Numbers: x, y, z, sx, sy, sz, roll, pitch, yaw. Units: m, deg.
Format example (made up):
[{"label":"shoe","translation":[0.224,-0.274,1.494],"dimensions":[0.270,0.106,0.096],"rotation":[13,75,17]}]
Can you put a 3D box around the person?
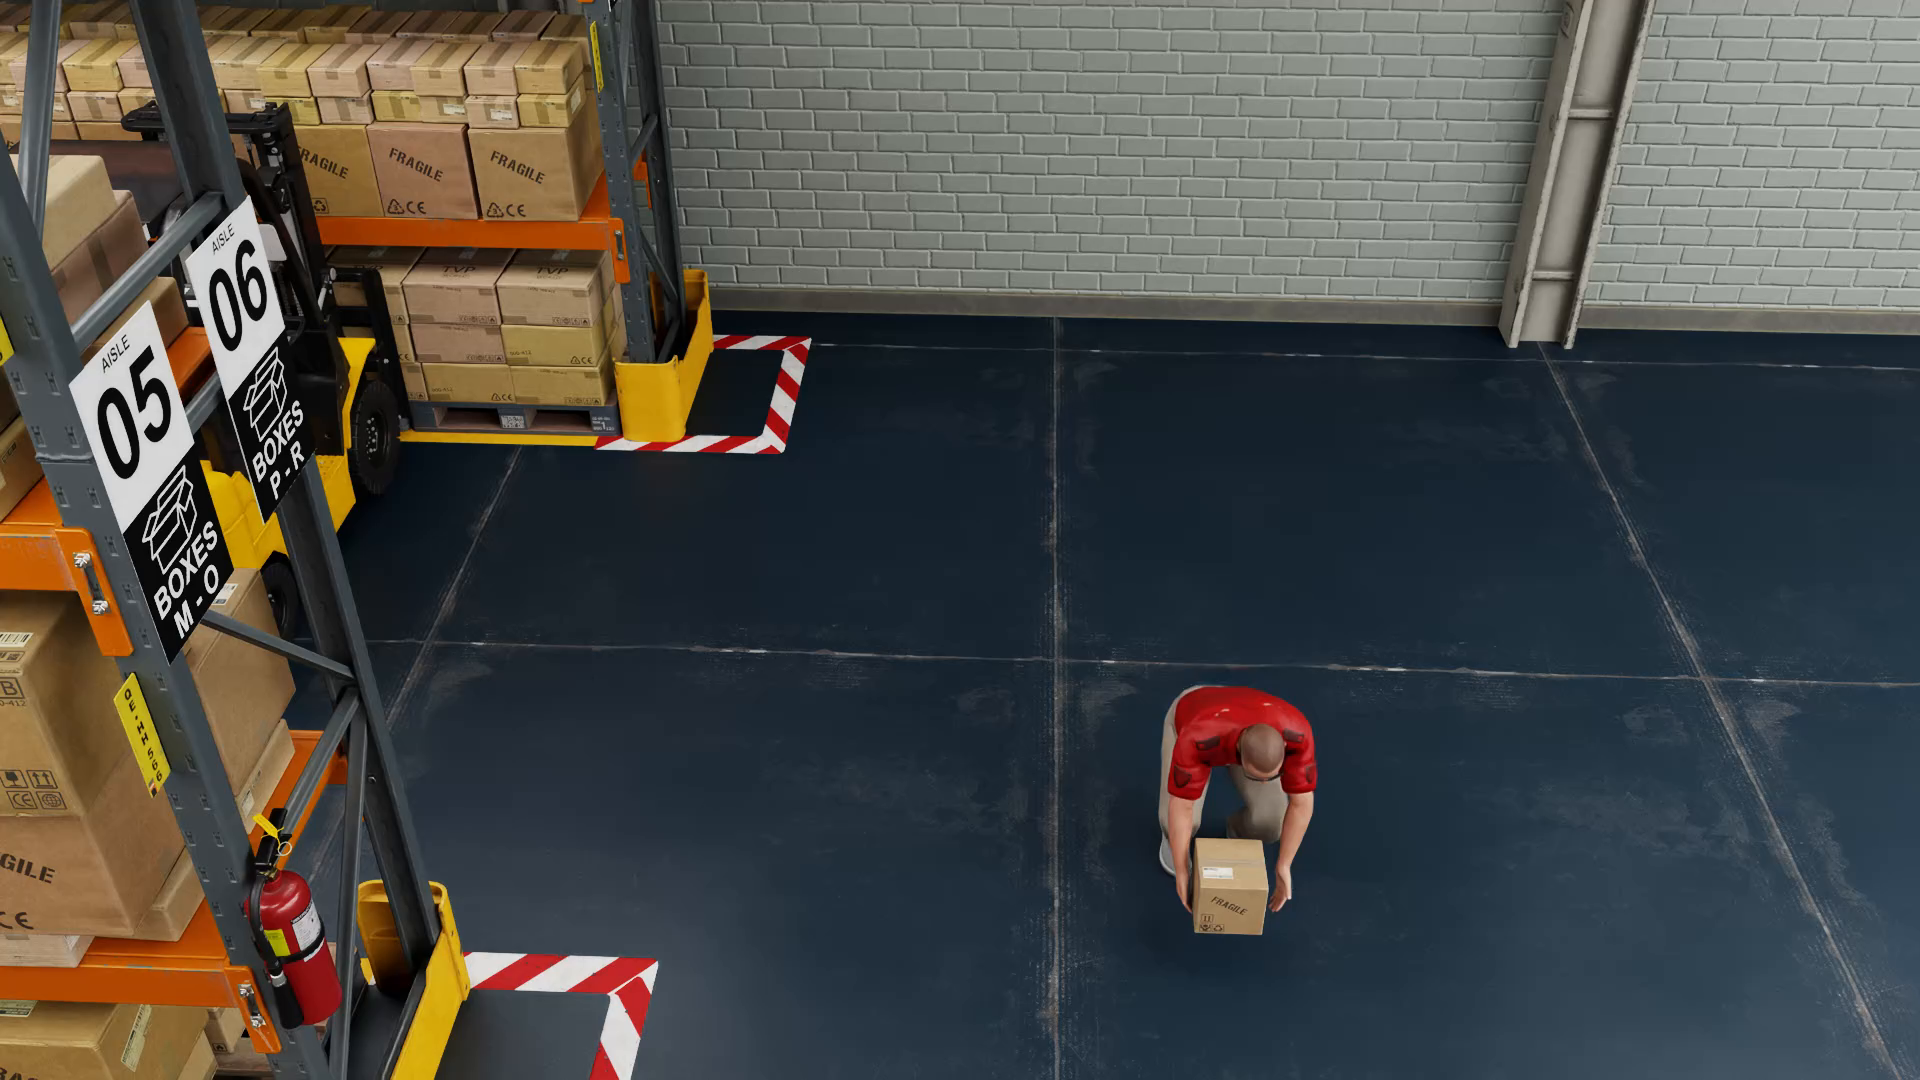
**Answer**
[{"label":"person","translation":[1.062,0.922,6.431],"dimensions":[0.561,1.046,0.864],"rotation":[1,35,2]}]
